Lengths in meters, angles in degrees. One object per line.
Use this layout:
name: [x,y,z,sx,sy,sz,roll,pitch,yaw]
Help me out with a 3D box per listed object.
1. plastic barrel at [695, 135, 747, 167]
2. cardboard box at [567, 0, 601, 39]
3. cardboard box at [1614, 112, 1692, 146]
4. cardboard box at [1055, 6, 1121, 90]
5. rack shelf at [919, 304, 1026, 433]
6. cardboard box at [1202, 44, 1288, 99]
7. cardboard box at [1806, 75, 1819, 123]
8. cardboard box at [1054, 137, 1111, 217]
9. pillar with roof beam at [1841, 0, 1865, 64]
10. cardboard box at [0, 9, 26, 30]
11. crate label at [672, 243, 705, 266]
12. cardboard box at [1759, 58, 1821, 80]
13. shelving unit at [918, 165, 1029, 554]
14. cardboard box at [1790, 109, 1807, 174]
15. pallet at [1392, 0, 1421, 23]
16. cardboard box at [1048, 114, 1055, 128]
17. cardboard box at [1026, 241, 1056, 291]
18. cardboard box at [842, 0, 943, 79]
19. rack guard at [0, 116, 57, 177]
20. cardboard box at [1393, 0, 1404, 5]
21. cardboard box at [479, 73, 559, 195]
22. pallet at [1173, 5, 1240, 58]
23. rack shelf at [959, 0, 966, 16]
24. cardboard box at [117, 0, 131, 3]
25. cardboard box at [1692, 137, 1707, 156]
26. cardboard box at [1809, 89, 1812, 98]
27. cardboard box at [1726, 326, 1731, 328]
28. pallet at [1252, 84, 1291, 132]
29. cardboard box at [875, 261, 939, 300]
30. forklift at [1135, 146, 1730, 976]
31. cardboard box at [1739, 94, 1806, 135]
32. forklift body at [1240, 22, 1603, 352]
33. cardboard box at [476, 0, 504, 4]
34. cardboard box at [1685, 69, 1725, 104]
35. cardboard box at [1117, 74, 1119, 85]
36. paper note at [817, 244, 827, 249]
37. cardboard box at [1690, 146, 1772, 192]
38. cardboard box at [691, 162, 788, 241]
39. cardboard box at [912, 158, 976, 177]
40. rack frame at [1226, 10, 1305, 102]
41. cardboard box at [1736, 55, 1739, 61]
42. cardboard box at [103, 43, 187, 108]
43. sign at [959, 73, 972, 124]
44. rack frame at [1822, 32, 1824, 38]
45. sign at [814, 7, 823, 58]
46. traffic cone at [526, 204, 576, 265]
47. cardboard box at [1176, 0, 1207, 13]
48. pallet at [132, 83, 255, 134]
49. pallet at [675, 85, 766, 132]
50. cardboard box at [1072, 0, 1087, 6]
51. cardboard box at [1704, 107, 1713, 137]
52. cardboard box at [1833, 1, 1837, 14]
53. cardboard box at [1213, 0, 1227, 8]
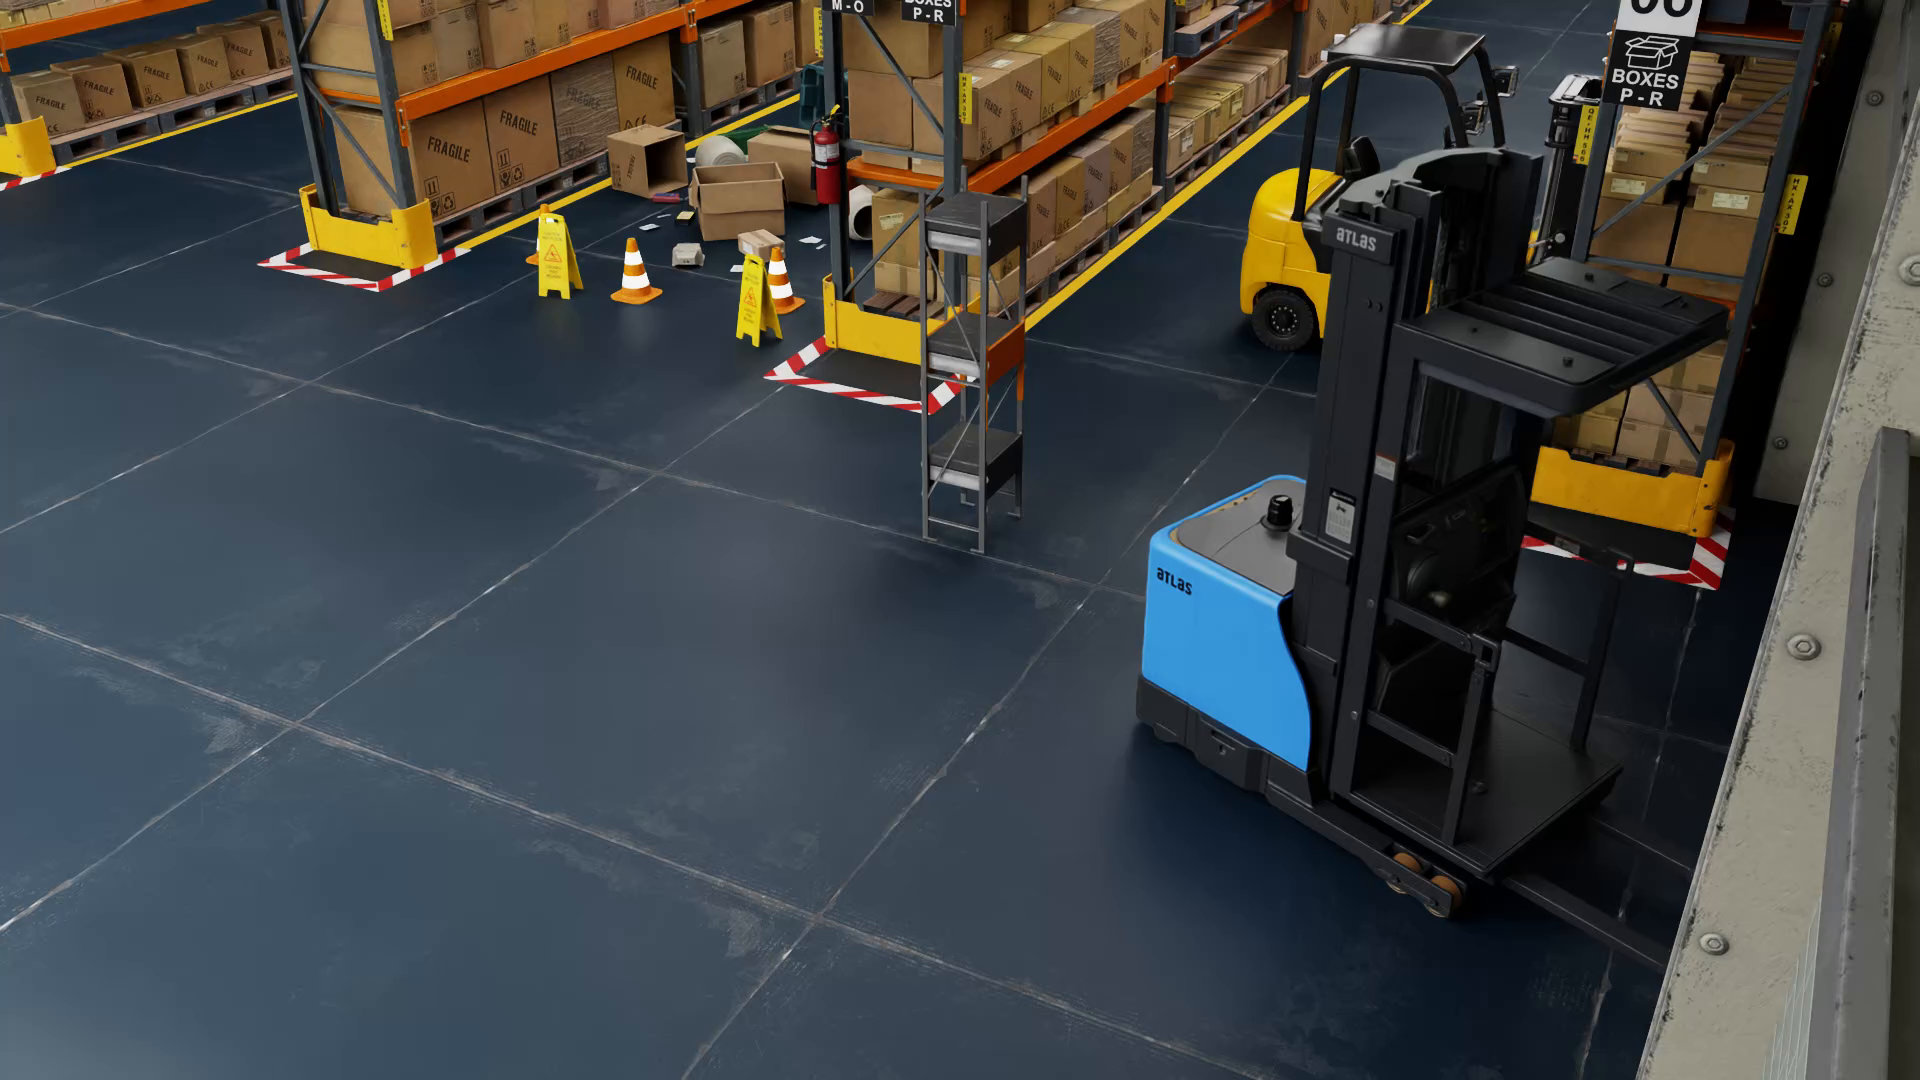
plastic barrel: [-2.233,-3.528,15.469,0.421,0.421,0.512,-12,32,-20]
cardboard box: [-3.820,-4.933,15.178,0.875,0.550,0.550,14,33,23]
cardboard box: [4.125,-2.419,9.900,0.380,0.149,0.250,15,33,24]
cardboard box: [0.929,-3.876,13.089,0.500,0.500,0.500,15,33,25]
rack shelf: [0.075,-0.972,9.362,0.431,0.518,0.480,14,33,23]
cardboard box: [2.927,-4.986,17.637,0.950,0.372,0.625,12,32,20]
cardboard box: [8.055,-4.288,16.294,0.500,0.500,0.500,16,33,25]
cardboard box: [0.879,-2.958,13.474,0.500,0.500,0.500,16,34,26]
pillar with roof beam: [6.723,-10.523,19.038,9.100,9.000,0.400,14,33,23]
cardboard box: [-8.931,-4.856,15.447,0.380,0.149,0.250,14,33,23]
crate label: [-2.244,-2.350,13.705,0.250,0.136,0.298,-1,30,-3]
cardboard box: [5.597,-3.190,11.242,0.380,0.149,0.250,14,33,22]
shelving unit: [0.075,-0.984,9.355,0.431,2.100,0.503,14,33,23]
cardboard box: [5.374,-2.629,11.215,0.500,0.500,0.500,13,32,22]
pallet: [5.431,-7.075,21.858,1.003,0.211,1.213,14,33,23]
cardboard box: [0.495,-3.209,12.578,0.380,0.149,0.250,15,33,25]
cardboard box: [0.402,-2.154,12.828,0.500,0.250,0.500,16,33,25]
cardboard box: [-0.413,-3.527,11.476,0.700,0.500,0.500,13,33,22]
rack guard: [-9.239,-3.843,15.940,1.175,0.500,0.348,14,33,23]
cardboard box: [5.397,-7.290,21.583,0.875,0.438,0.875,14,33,23]
cardboard box: [-4.255,-3.690,14.875,0.875,0.875,0.875,14,33,23]
pallet: [1.849,-4.641,15.012,1.003,0.211,1.213,14,33,23]
rack shelf: [0.460,-4.520,12.320,1.077,0.370,4.000,14,33,23]
cardboard box: [-8.368,-5.412,16.414,0.380,0.149,0.250,14,33,23]
cardboard box: [4.437,-2.297,10.637,0.500,0.500,0.500,14,33,22]
cardboard box: [5.579,-3.060,11.314,0.380,0.149,0.250,15,33,24]
cardboard box: [4.581,-1.336,10.400,0.500,0.250,0.500,14,33,23]
pallet: [2.836,-4.636,17.611,1.003,0.211,1.213,14,33,23]
cardboard box: [-0.312,-2.065,12.673,0.500,0.250,0.500,14,33,23]
forklift: [2.211,0.024,6.764,1.130,2.935,3.031,-24,37,-35]
cardboard box: [5.000,-2.626,10.260,0.380,0.149,0.250,13,33,22]
forklift body: [3.209,-2.407,11.782,2.313,2.155,1.214,14,33,23]
cardboard box: [-4.156,-4.894,14.026,0.875,0.550,0.550,14,33,23]
cardboard box: [4.768,-2.970,10.859,0.380,0.149,0.250,14,33,23]
cardboard box: [1.074,-3.780,13.573,0.380,0.149,0.250,14,33,23]
paper note: [-1.172,-2.483,14.064,0.032,0.001,0.123,14,33,23]
cardboard box: [4.312,-2.075,9.300,0.380,0.149,0.250,14,33,22]
cardboard box: [-1.905,-2.915,14.321,0.797,0.503,0.637,-7,31,-11]
cardboard box: [-0.112,-2.640,11.587,0.380,0.149,0.250,14,33,23]
rack frame: [3.193,-6.191,17.519,1.000,3.000,0.127,14,33,23]
cardboard box: [5.359,-3.533,11.840,0.380,0.149,0.250,15,33,24]
cardboard box: [-8.430,-4.810,17.203,0.500,0.500,0.500,18,34,28]
sign: [0.032,-2.897,10.914,0.100,0.325,0.005,14,33,23]
rack frame: [5.791,-3.294,12.474,1.000,3.000,0.127,14,33,23]
sign: [-0.936,-3.419,11.211,0.100,0.325,0.005,14,33,23]
traffic cone: [-3.398,-2.536,13.702,0.336,0.463,0.334,14,33,23]
cardboard box: [1.840,-4.915,14.477,0.500,0.500,0.500,15,33,24]
pallet: [-8.280,-4.608,17.563,1.003,0.211,1.213,14,33,23]
pallet: [-2.797,-4.646,17.629,1.003,0.211,1.213,14,33,23]
cardboard box: [0.725,-4.657,13.444,0.700,0.500,0.500,14,33,24]
cardboard box: [4.634,-2.727,10.735,0.380,0.149,0.250,14,33,23]
cardboard box: [7.425,-4.729,14.622,0.500,0.250,0.500,15,33,24]
cardboard box: [2.241,-5.021,15.312,0.380,0.149,0.250,15,33,24]
